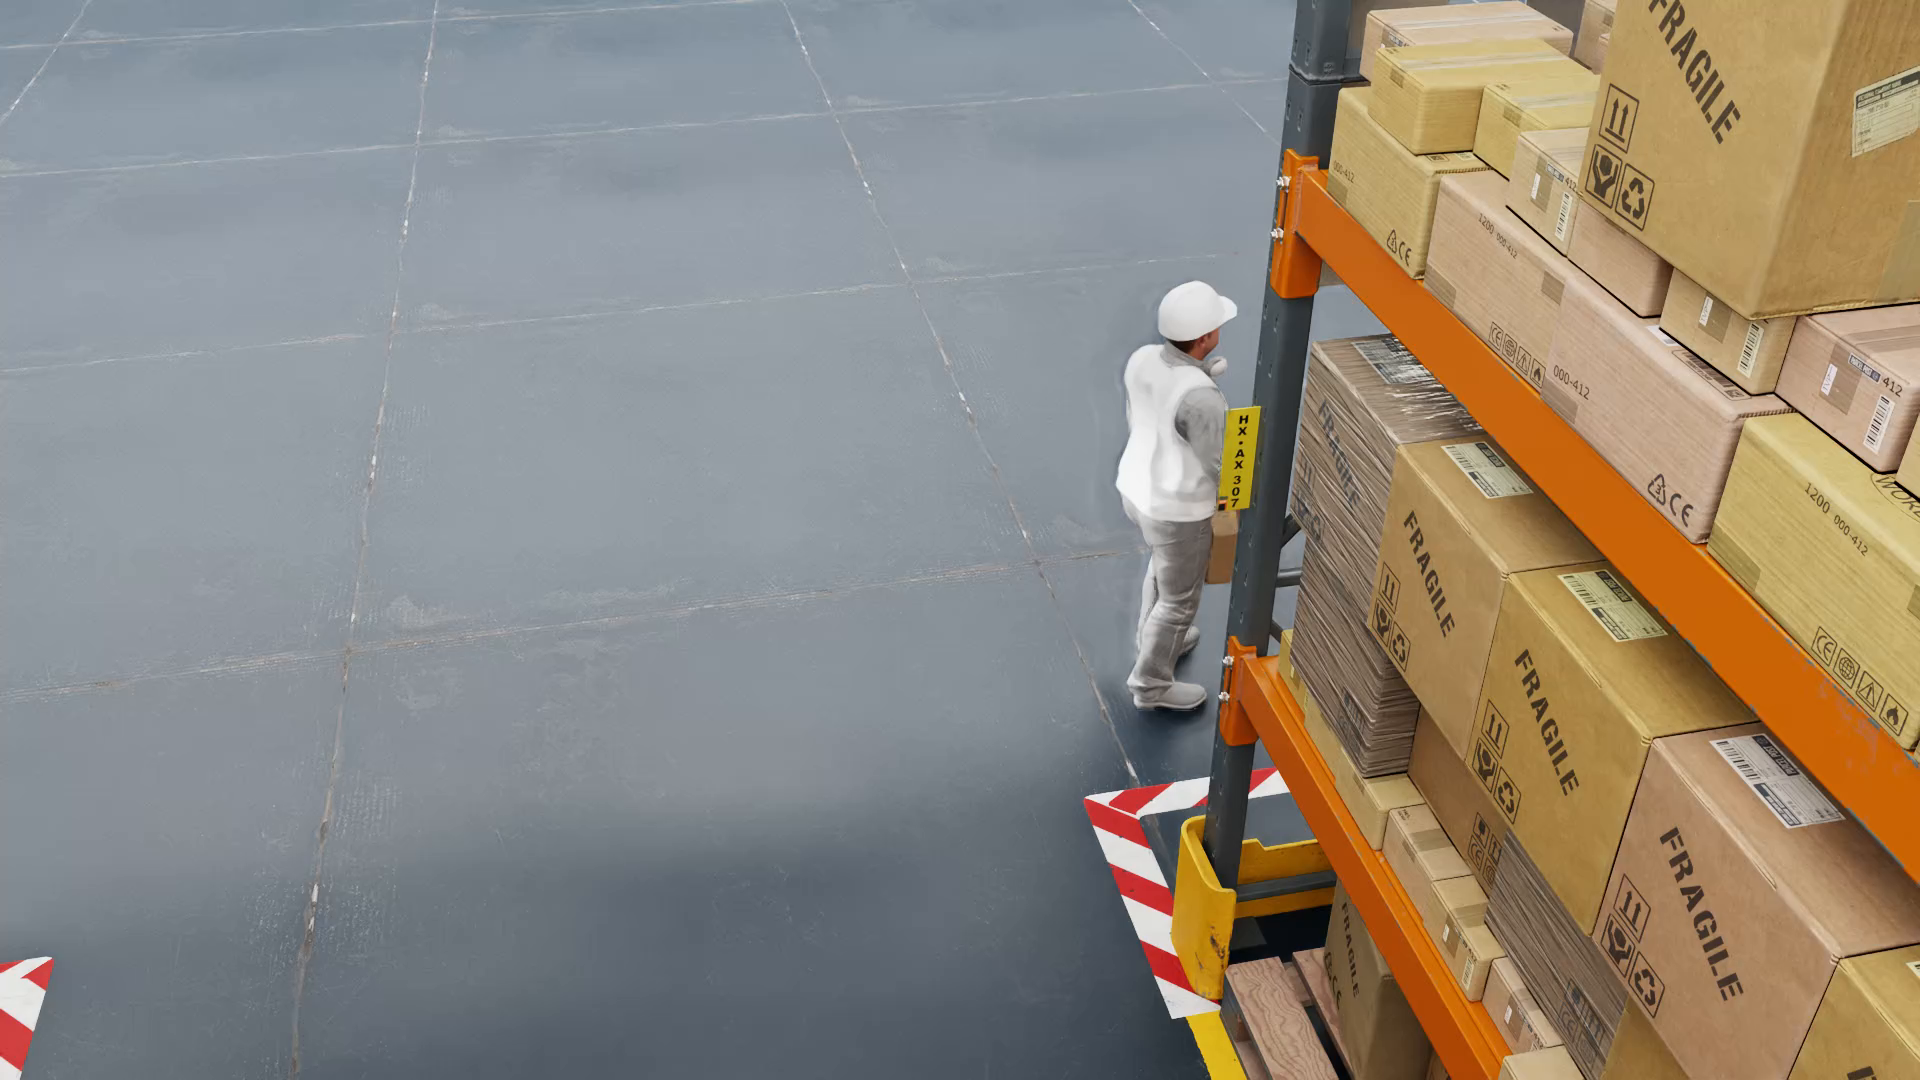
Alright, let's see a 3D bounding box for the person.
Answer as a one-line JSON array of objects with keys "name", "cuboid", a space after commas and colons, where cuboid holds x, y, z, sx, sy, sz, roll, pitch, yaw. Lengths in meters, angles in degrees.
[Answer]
[{"name": "person", "cuboid": [0.858, -0.178, 6.385, 0.490, 1.769, 0.602, -13, 36, -19]}]
